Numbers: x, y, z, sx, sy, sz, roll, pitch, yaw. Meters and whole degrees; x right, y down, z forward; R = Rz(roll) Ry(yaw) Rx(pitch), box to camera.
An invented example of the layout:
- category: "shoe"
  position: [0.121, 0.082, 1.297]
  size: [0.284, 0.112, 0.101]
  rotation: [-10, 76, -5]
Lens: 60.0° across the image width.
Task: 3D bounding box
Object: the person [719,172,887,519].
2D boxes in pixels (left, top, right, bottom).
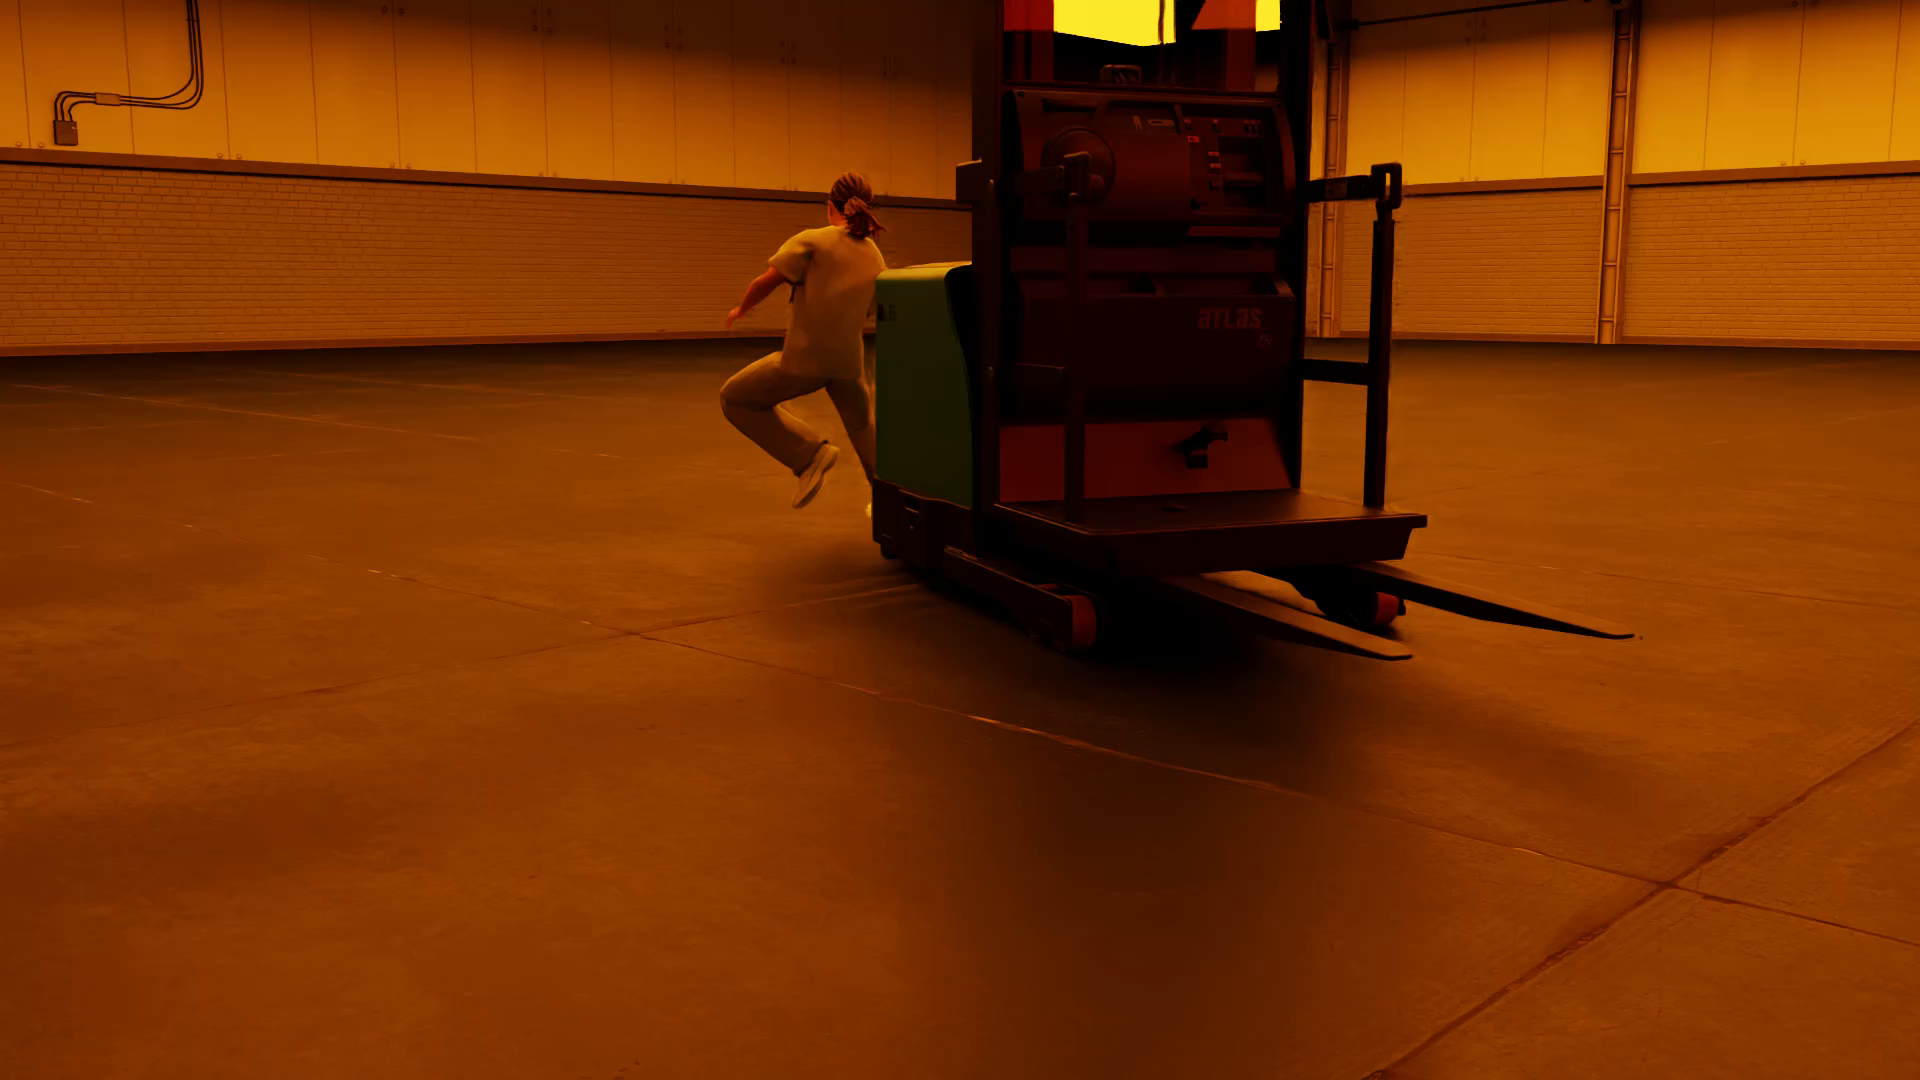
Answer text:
- category: "person"
  position: [-0.584, -0.769, 6.896]
  size: [0.802, 1.464, 0.758]
  rotation: [-5, 10, -29]

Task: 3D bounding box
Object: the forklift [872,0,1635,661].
- category: "forklift"
  position: [0.680, -1.205, 4.877]
  size: [1.130, 2.935, 3.031]
  rotation: [-3, 9, -21]
